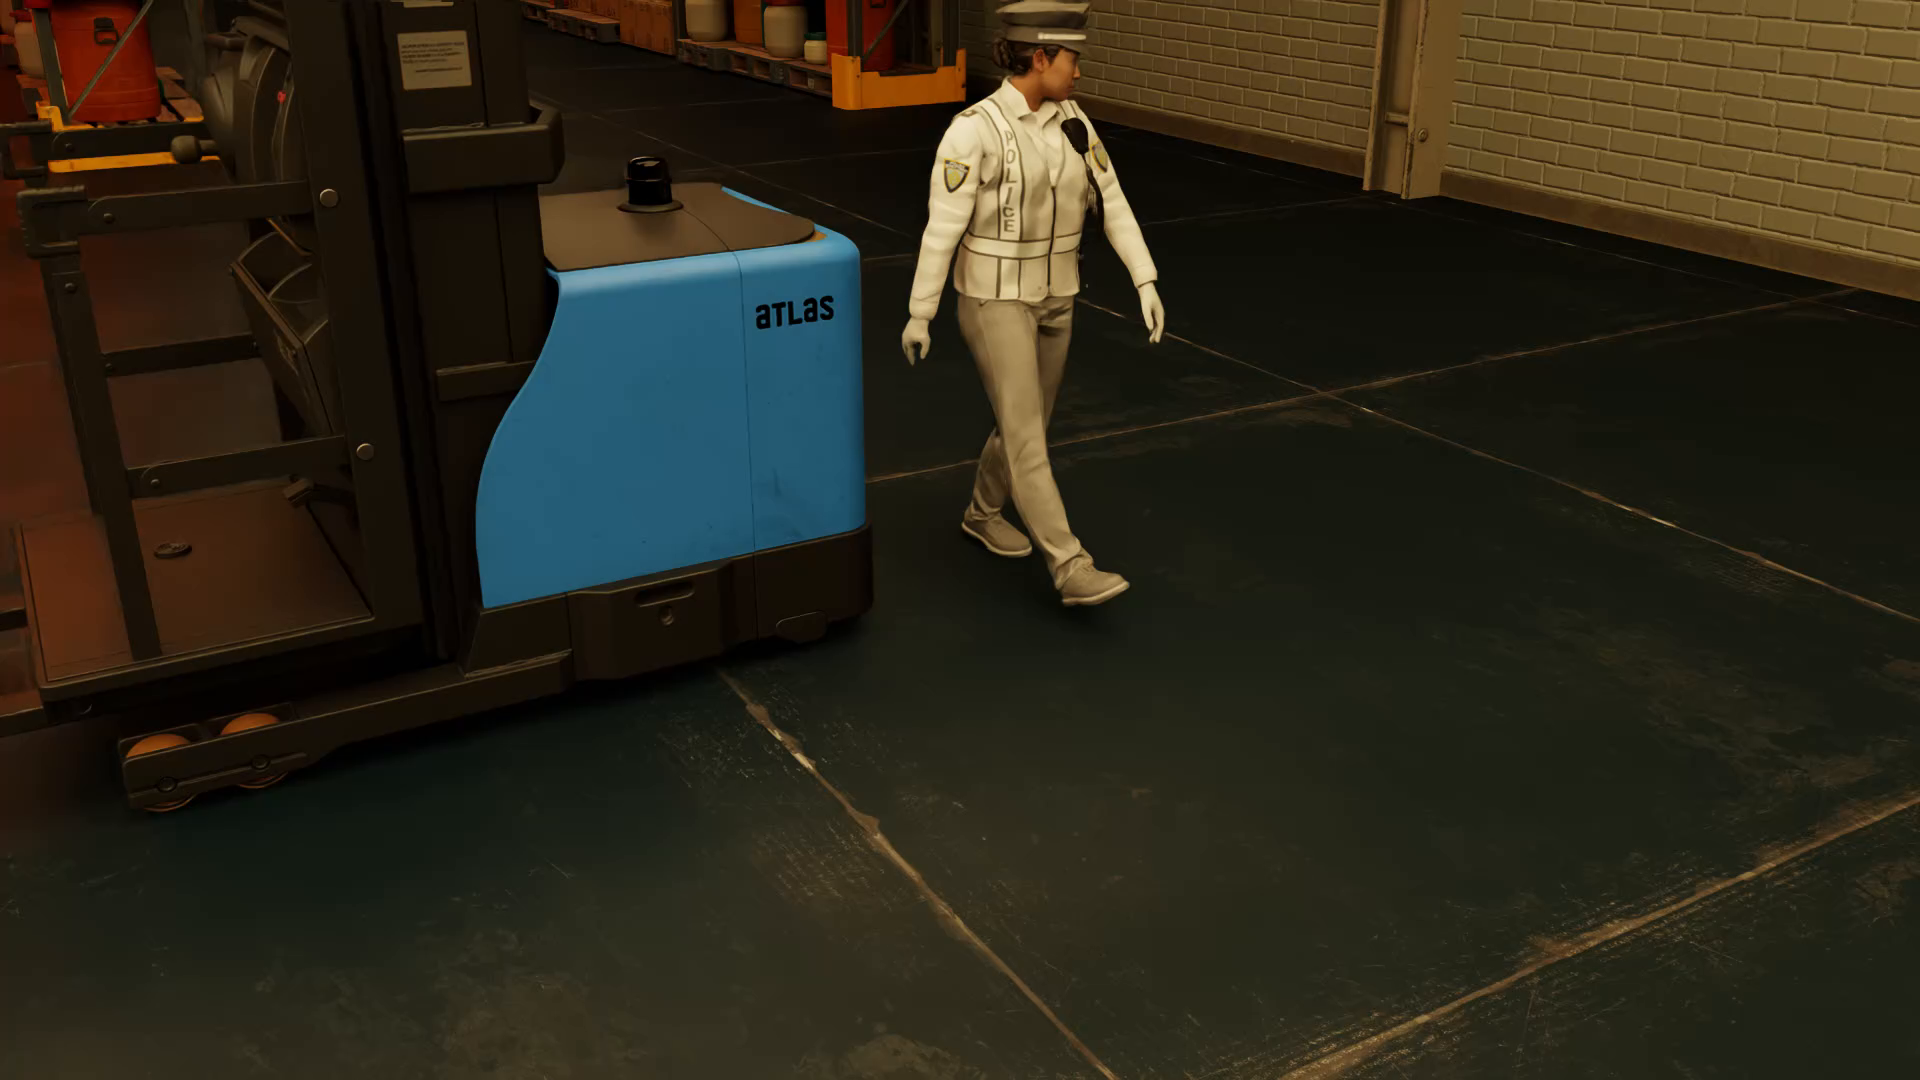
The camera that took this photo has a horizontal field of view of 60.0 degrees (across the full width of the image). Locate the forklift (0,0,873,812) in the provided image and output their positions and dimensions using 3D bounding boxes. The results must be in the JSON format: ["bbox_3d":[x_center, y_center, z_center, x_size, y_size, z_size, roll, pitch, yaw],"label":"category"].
[{"bbox_3d":[-1.769,-0.985,3.675,3.031,2.935,1.130,-13,25,-28],"label":"forklift"}]

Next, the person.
[{"bbox_3d":[0.228,-0.620,4.524,0.637,1.618,0.879,-17,28,-36],"label":"person"}]
